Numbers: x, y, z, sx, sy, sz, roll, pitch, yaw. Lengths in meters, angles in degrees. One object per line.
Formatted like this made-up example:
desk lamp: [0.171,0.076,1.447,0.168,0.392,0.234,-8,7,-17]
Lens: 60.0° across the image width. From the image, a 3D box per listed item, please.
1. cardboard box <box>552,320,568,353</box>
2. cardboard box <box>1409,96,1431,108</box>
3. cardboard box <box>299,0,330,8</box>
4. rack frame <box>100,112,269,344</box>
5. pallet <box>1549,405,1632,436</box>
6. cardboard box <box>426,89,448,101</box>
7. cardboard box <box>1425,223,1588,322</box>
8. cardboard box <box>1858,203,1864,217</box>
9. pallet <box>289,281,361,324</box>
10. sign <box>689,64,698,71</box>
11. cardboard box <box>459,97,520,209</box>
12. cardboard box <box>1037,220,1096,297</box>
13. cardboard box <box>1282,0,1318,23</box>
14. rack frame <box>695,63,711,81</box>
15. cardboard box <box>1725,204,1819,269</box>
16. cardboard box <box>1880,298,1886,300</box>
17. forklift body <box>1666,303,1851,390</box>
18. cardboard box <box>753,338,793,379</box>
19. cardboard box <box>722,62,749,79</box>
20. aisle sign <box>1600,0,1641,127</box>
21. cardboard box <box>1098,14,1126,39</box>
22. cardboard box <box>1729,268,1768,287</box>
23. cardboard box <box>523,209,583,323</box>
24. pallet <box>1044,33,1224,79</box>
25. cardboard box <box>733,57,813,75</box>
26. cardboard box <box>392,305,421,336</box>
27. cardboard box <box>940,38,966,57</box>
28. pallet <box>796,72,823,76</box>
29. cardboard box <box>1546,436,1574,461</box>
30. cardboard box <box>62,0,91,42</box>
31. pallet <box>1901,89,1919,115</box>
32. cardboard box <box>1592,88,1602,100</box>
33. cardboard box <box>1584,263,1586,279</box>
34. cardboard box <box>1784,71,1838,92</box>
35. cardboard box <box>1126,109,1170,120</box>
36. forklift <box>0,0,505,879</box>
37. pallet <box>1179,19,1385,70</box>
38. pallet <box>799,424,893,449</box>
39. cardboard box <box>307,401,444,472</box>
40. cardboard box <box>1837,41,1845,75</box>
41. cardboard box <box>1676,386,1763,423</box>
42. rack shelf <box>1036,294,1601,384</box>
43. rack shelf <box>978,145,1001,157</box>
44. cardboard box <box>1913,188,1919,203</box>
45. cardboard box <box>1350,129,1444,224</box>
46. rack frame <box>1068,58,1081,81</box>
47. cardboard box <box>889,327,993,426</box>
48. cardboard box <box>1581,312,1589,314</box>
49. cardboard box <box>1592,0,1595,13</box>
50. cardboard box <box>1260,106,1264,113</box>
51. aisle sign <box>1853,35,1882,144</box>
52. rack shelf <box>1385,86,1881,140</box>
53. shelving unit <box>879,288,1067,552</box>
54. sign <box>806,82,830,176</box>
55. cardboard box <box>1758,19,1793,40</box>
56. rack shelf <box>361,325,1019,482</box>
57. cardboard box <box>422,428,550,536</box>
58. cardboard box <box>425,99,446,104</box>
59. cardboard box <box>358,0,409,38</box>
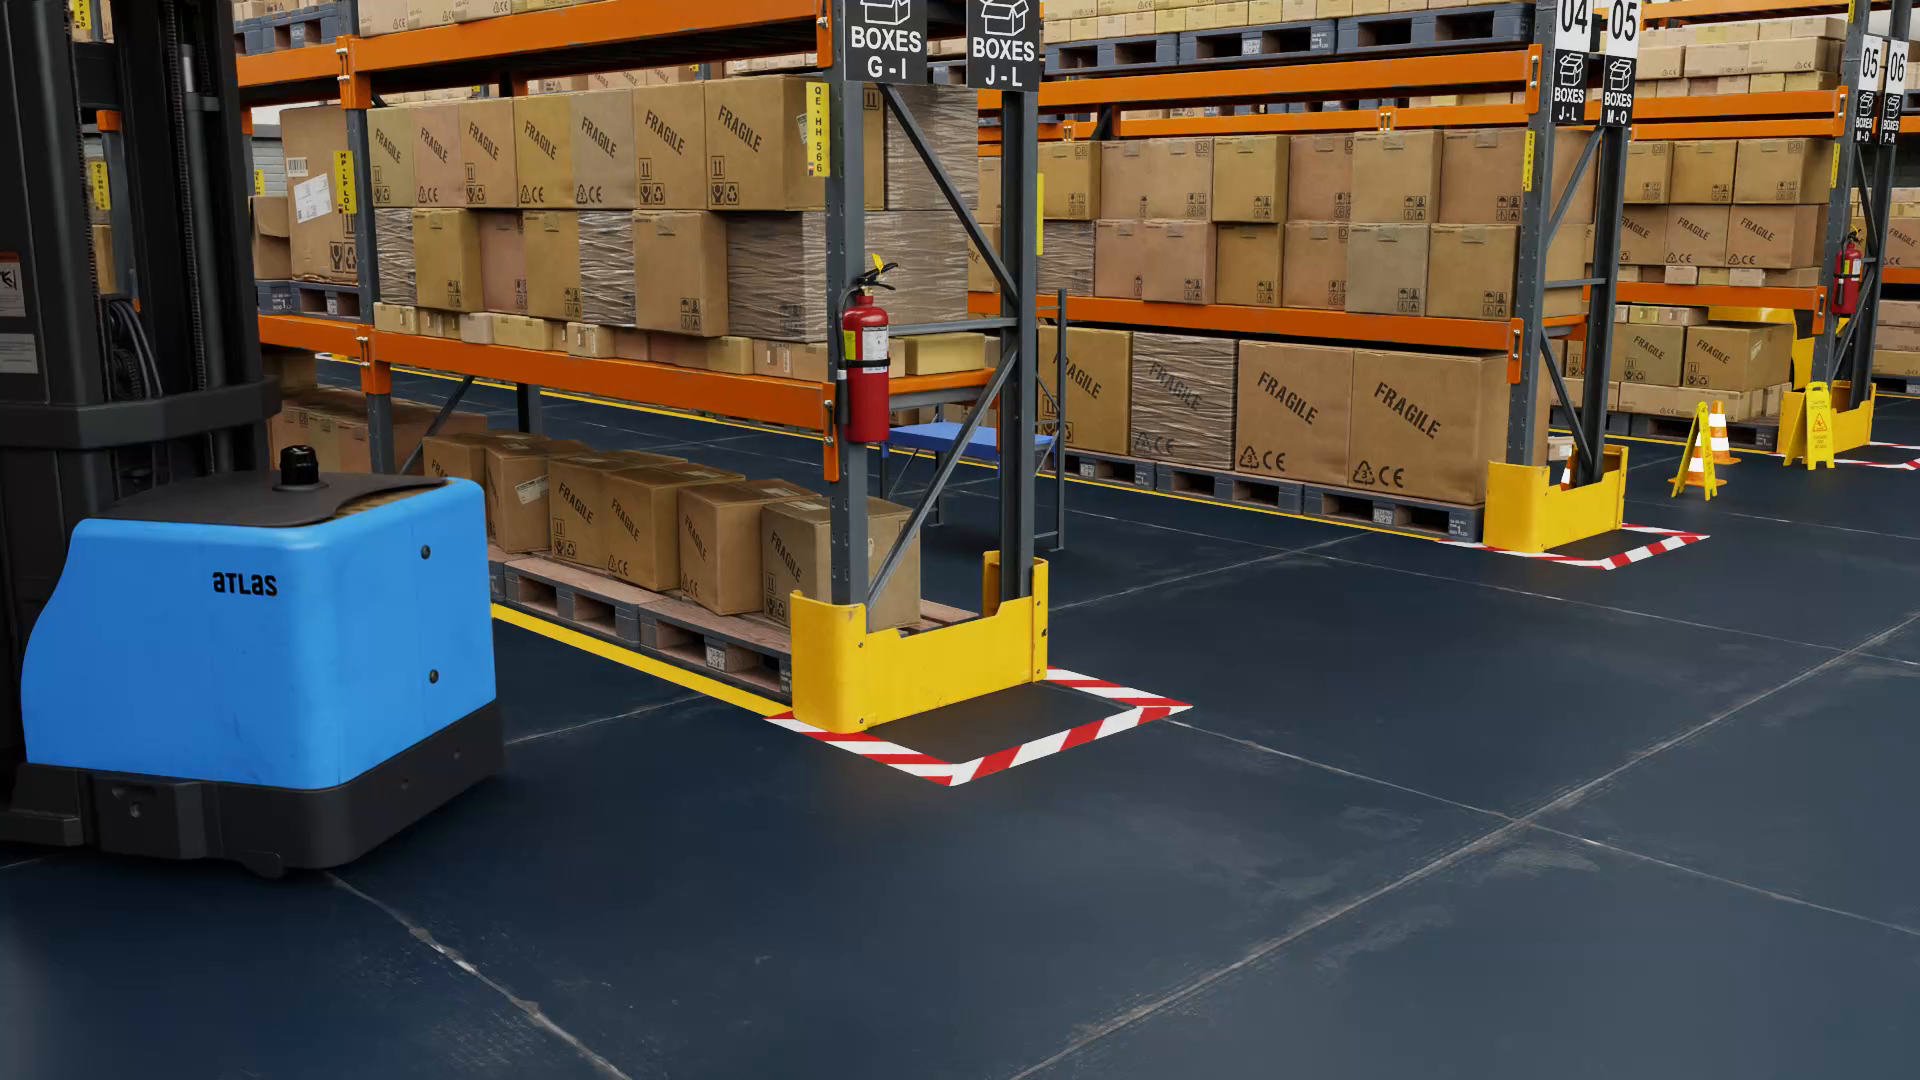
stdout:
cardboard box: [-1.672,-0.961,7.764,0.380,0.149,0.250,-11,16,-43]
cardboard box: [4.352,-4.051,15.329,0.380,0.149,0.250,-11,16,-43]
cardboard box: [-3.575,-3.137,9.561,0.396,0.266,0.258,-10,15,-41]
rack frame: [-5.616,-1.988,12.128,1.000,3.000,0.127,-11,16,-43]
pallet: [5.650,-1.148,14.962,1.003,0.211,1.213,-11,16,-43]
cardboard box: [-5.575,-4.998,18.438,0.500,0.250,0.500,11,16,43]
cardboard box: [3.277,-1.618,9.961,0.875,0.550,0.550,-11,16,-43]
cardboard box: [9.507,-3.422,17.231,0.250,0.149,0.380,11,16,43]
pallet: [-3.276,-1.442,9.953,1.003,0.211,1.213,-11,16,-43]
sign: [-2.353,-4.312,14.690,0.100,0.325,0.005,-11,16,-43]
cardboard box: [-2.036,-1.842,7.955,0.500,0.500,0.500,-11,16,-43]
cardboard box: [1.067,-2.102,12.309,0.875,0.550,0.550,-11,16,-43]
cardboard box: [2.214,-3.285,10.321,0.380,0.149,0.250,-11,16,-42]
rack frame: [-1.959,-5.603,14.805,1.000,3.000,0.127,-11,16,-43]
cardboard box: [6.502,-2.437,13.321,0.500,0.500,0.500,-11,16,-44]
cardboard box: [9.407,-2.412,17.481,0.500,0.250,0.500,-11,16,-42]
forklift body: [8.034,-2.501,16.718,2.313,2.155,1.214,-11,16,-43]
cardboard box: [-0.610,-0.747,6.726,0.380,0.149,0.250,-11,16,-43]
cardboard box: [-2.161,-4.303,15.683,0.500,0.500,0.500,-11,16,-43]
aisle sign: [3.831,-2.802,9.634,0.394,0.787,0.004,-11,16,-43]
cardboard box: [1.160,-3.507,11.400,0.380,0.149,0.250,-11,16,-43]
cardboard box: [6.408,-2.125,13.413,0.380,0.149,0.250,-11,16,-43]
cardboard box: [-1.534,-1.309,7.847,0.875,0.500,0.500,-11,16,-43]
pallet: [1.361,-3.386,11.697,1.003,0.211,1.213,-11,16,-43]
cardboard box: [-1.618,-4.208,14.403,0.500,0.311,0.500,-11,16,-42]
cardboard box: [-2.760,-1.170,8.778,0.380,0.149,0.250,-11,16,-43]
cardboard box: [0.200,-3.812,12.629,0.500,0.250,0.500,-11,16,-42]
pallet: [-0.702,-3.792,13.917,1.003,0.211,1.213,-10,15,-40]
cardboard box: [4.710,-0.715,13.013,0.380,0.149,0.250,-3,12,-13]
cardboard box: [-6.090,-3.792,12.156,0.797,0.503,0.637,-10,15,-39]
pallet: [10.194,-4.426,16.748,1.003,0.211,1.213,-11,16,-43]
cardboard box: [5.534,-3.779,14.008,0.380,0.149,0.250,-11,16,-43]
cardboard box: [5.370,-2.351,14.510,0.380,0.149,0.250,-11,16,-43]
cardboard box: [6.627,-3.561,12.950,0.380,0.149,0.250,-11,16,-42]
cardboard box: [2.199,-4.747,17.840,0.700,0.500,0.500,-11,16,-43]
forklift: [-3.156,-0.574,5.434,3.031,2.935,1.130,3,12,14]
pallet: [2.199,-3.208,10.833,1.003,0.211,1.213,-11,16,-43]
pallet: [-0.631,-0.995,14.219,1.003,0.211,1.213,-11,16,-43]
cardboard box: [-3.578,-0.560,10.302,0.700,0.500,0.500,-11,16,-43]
cardboard box: [6.921,-3.853,13.382,0.500,0.250,0.500,-11,16,-44]
cardboard box: [6.306,-1.144,13.806,0.500,0.250,0.500,-11,16,-43]
rack shelf: [2.184,-1.437,11.233,1.077,0.370,4.000,-11,16,-43]
rack shelf: [0.995,-6.054,26.211,1.077,0.370,4.000,-11,16,-43]
cardboard box: [9.870,-3.495,16.850,0.380,0.149,0.250,-10,16,-41]
cardboard box: [2.891,-2.226,10.236,0.875,0.550,0.550,-11,16,-43]
rack frame: [1.551,-6.307,18.225,1.000,3.000,0.127,-11,16,-43]
cardboard box: [-0.354,-1.404,13.827,1.050,0.750,0.750,-11,16,-43]
cardboard box: [5.622,-1.814,15.199,0.500,0.500,0.500,-10,15,-40]
cardboard box: [3.561,-3.192,9.874,0.380,0.149,0.250,-11,16,-42]
cardboard box: [4.189,-5.783,22.498,0.380,0.149,0.250,-11,16,-43]
aisle sign: [6.909,-3.425,12.661,0.394,0.787,0.004,-11,16,-43]
rack shelf: [5.695,-3.610,14.350,1.077,0.370,4.000,-11,16,-43]
shelving unit: [0.059,-0.722,9.700,0.538,1.500,1.048,-11,16,-43]
sign: [-0.507,-1.468,5.951,0.100,0.325,0.005,-11,16,-43]
cardboard box: [6.478,-3.989,13.054,0.380,0.149,0.250,-11,16,-42]
rack shelf: [-1.473,-0.760,7.950,1.077,0.370,4.000,-11,16,-43]
cardboard box: [-2.607,-0.322,9.194,0.500,0.500,0.500,11,16,43]
cardboard box: [-5.592,-4.752,18.483,0.500,0.250,0.500,-11,16,-43]
cardboard box: [-2.728,-2.699,8.515,0.500,0.250,0.500,11,16,43]
